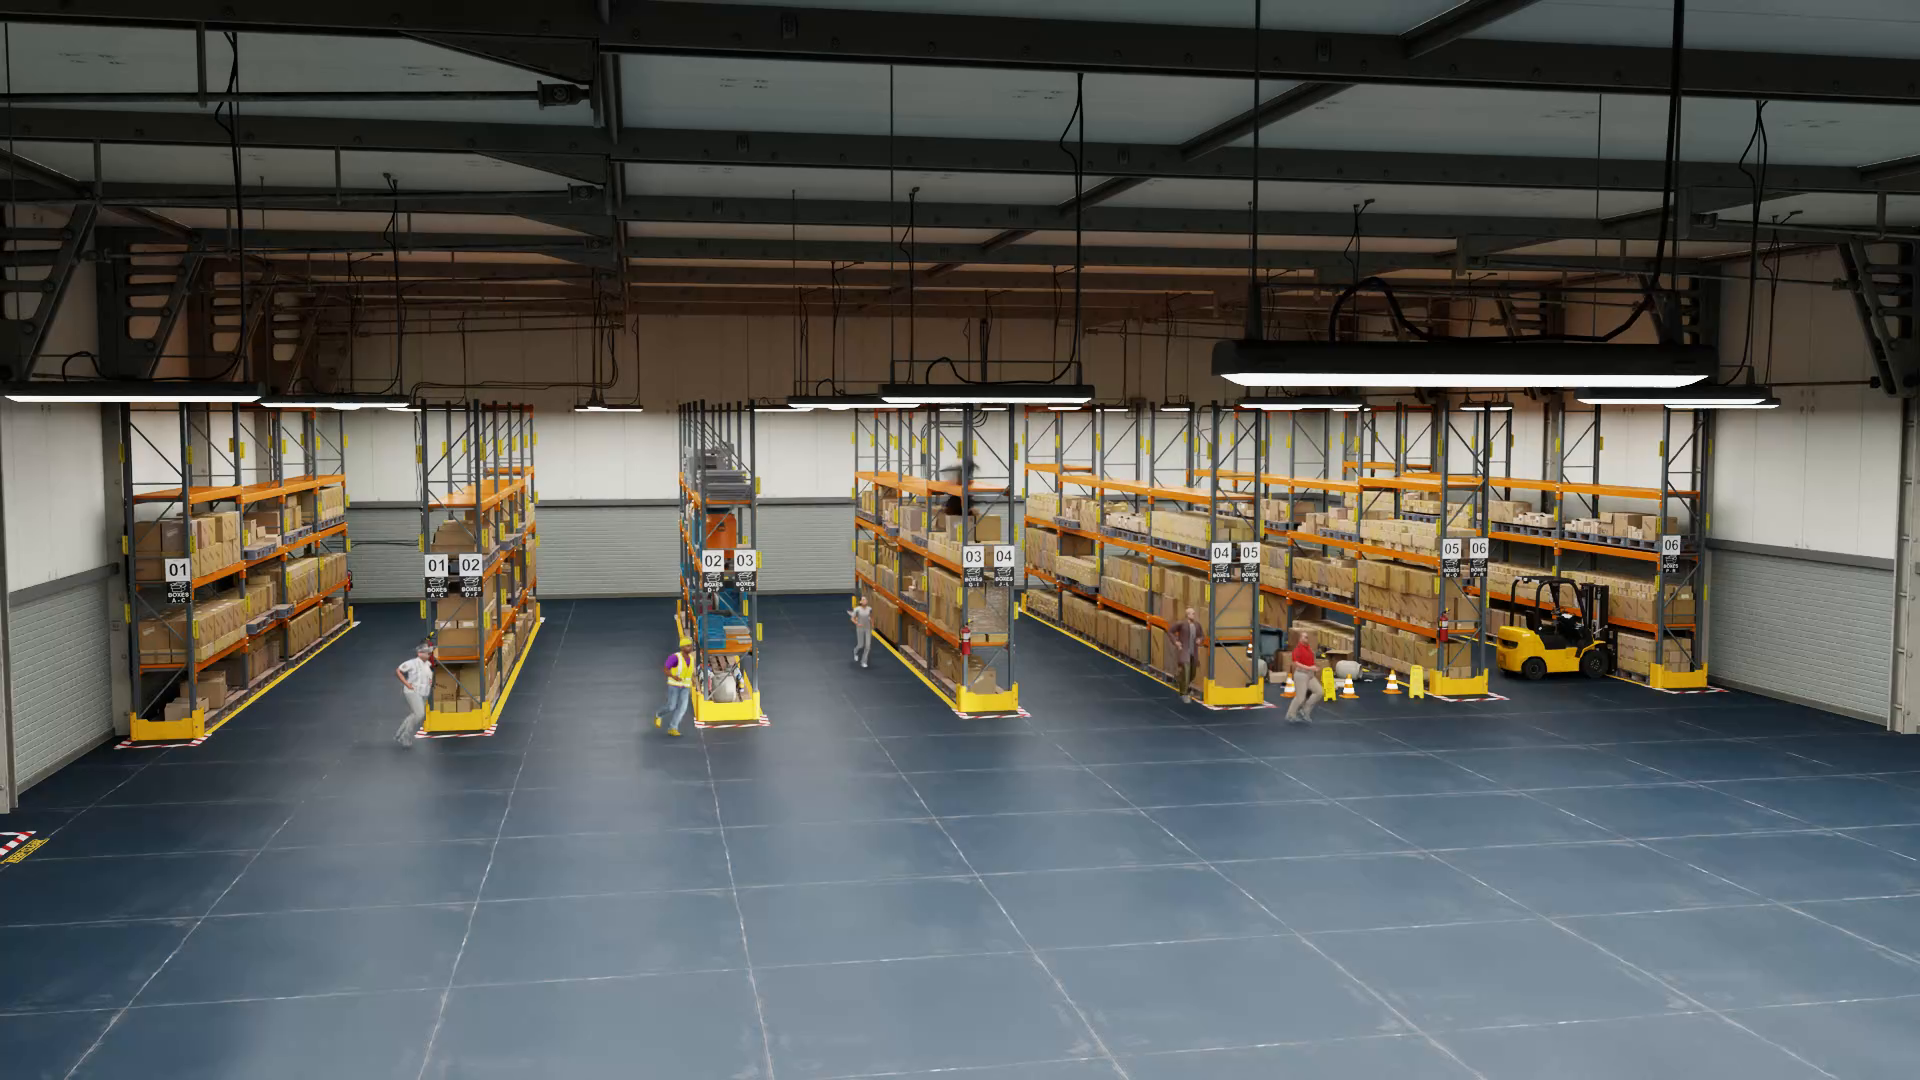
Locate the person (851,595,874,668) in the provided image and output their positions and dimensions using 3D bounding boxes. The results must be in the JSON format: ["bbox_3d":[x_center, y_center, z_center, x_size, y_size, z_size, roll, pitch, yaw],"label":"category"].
[{"bbox_3d":[-2.201,2.058,37.779,0.563,1.628,0.639,-2,5,-23],"label":"person"}]

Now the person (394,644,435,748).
[{"bbox_3d":[-9.453,2.694,28.894,0.654,1.785,0.739,2,5,19],"label":"person"}]

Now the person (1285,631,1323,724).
[{"bbox_3d":[6.378,2.556,30.768,0.681,1.737,0.662,4,6,40],"label":"person"}]

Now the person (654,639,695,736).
[{"bbox_3d":[-5.060,2.620,29.994,0.717,1.701,0.828,-4,6,-41],"label":"person"}]

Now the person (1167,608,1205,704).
[{"bbox_3d":[4.387,2.187,31.958,0.733,1.755,0.957,-2,5,-25],"label":"person"}]
